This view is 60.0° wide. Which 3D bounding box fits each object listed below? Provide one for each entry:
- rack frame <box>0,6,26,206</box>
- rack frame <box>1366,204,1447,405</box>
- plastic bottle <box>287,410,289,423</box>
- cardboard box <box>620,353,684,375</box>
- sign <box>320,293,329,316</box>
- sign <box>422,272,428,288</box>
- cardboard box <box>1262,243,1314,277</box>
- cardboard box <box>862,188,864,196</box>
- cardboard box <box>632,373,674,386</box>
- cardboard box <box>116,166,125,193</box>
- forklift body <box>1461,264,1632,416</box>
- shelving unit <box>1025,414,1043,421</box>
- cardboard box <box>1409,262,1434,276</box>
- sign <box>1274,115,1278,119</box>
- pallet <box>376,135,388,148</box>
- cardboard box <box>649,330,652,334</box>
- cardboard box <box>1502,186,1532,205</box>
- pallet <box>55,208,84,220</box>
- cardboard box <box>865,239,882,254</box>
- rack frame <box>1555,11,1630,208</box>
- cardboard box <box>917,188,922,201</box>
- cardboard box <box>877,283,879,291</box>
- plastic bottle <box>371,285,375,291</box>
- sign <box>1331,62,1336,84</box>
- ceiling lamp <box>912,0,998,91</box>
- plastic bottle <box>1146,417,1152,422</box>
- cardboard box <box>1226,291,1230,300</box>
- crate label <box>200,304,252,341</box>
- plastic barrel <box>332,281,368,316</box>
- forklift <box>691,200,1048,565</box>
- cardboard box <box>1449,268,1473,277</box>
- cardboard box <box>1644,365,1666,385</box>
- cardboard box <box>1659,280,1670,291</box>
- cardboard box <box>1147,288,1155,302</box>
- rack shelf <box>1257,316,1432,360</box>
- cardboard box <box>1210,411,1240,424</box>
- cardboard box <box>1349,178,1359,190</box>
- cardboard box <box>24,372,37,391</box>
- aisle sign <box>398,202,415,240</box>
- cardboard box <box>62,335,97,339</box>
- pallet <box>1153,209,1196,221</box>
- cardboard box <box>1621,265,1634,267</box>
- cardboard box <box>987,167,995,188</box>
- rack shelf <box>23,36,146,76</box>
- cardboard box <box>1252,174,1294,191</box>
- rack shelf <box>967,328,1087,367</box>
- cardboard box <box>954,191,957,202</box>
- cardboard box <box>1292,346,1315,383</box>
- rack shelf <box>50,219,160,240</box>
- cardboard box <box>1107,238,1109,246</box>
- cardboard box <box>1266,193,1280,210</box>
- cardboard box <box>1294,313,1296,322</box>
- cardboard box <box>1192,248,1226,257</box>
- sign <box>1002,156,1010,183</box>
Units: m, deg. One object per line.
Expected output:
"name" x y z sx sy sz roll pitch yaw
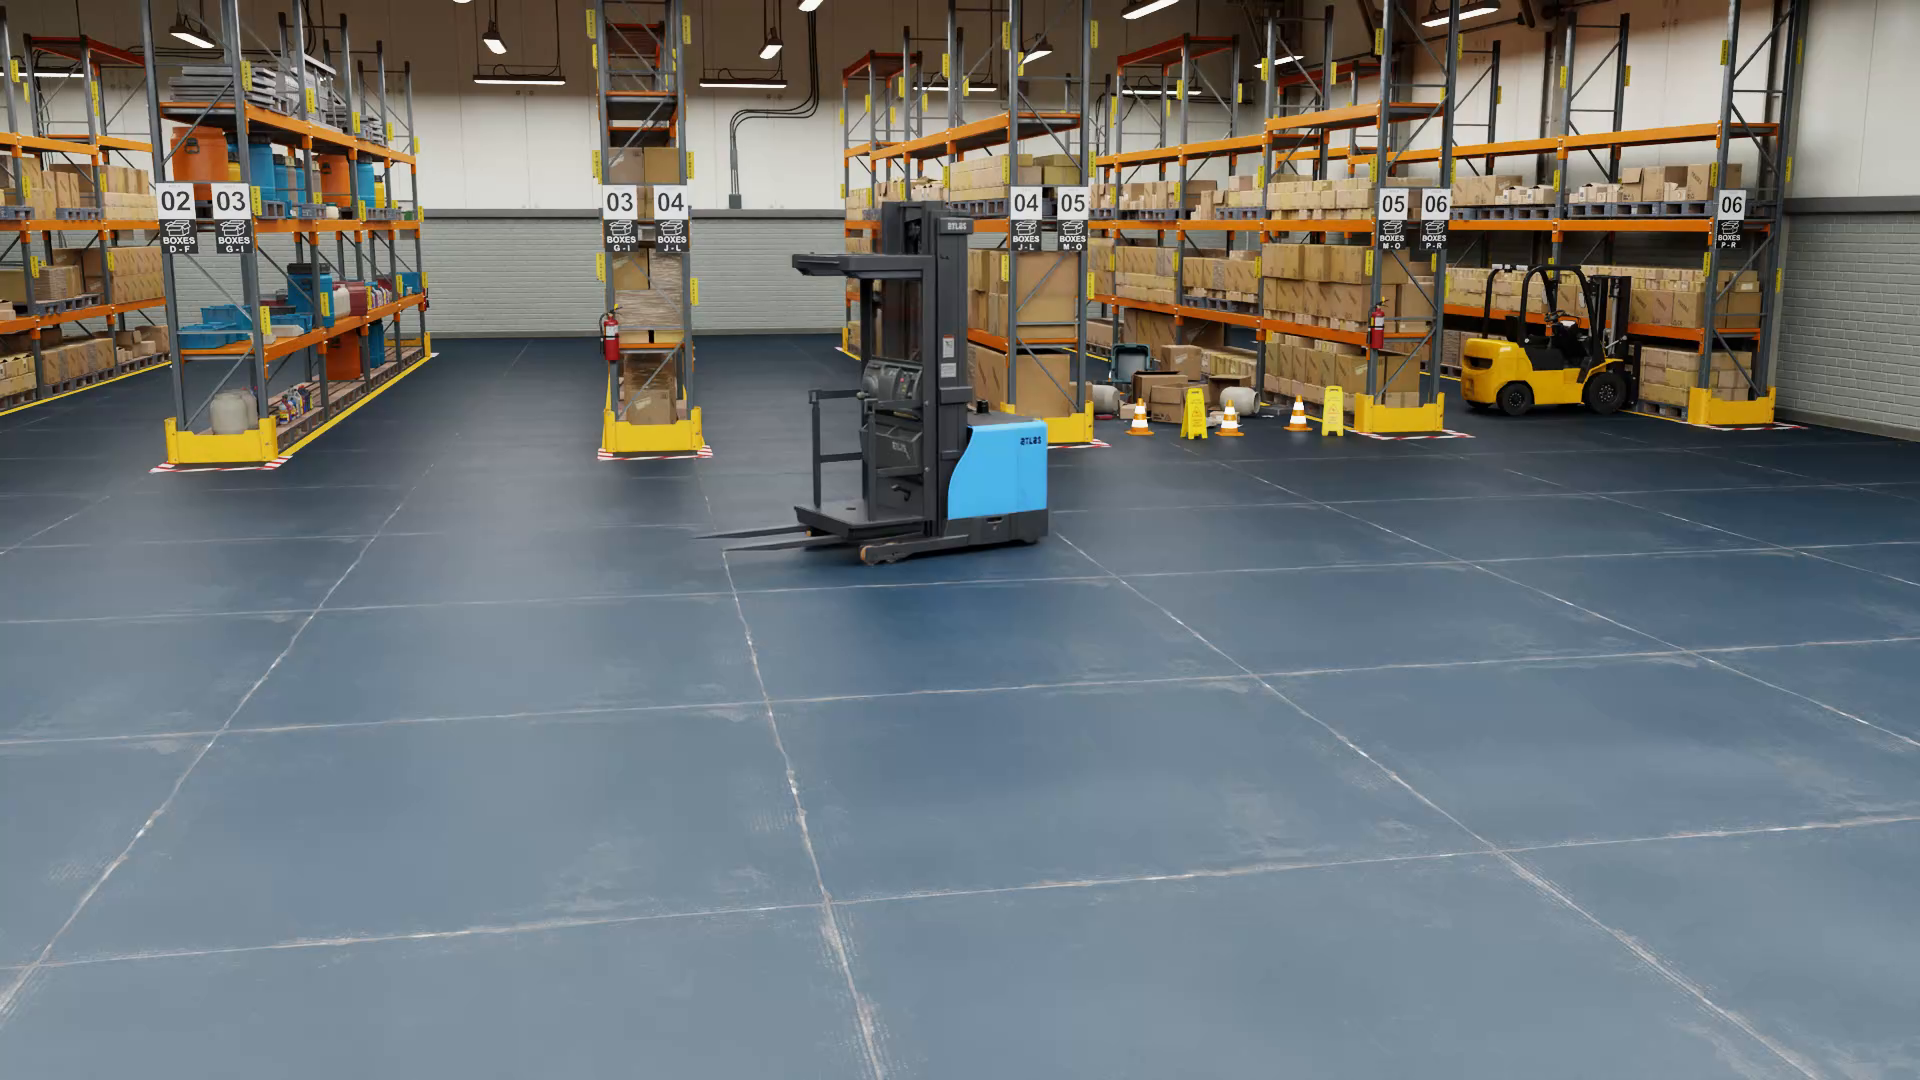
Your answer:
"rack frame" -15.051 -6.639 25.509 1.000 3.000 0.127 -2 11 -11
"rack frame" 5.943 -2.944 22.144 1.000 3.000 0.127 -2 11 -11
"plastic bottle" -8.703 -1.608 21.431 0.097 0.201 0.097 0 11 0
"cardboard box" -5.447 -3.341 28.788 1.225 0.875 0.875 -3 11 -14
"sign" -8.872 -3.291 23.227 0.100 0.325 0.005 -2 11 -11
"sign" -11.211 -5.442 34.827 0.100 0.325 0.005 -2 11 -11
"cardboard box" 5.038 -4.276 25.402 0.700 0.500 0.500 -2 11 -12
"cardboard box" -1.766 -7.026 33.566 0.380 0.149 0.250 -3 11 -13
"cardboard box" -4.200 -2.005 22.772 0.500 0.500 0.500 -3 11 -16
"cardboard box" -16.023 -6.715 30.992 0.700 0.500 0.500 -2 11 -11
"forklift body" 8.653 -2.990 24.654 2.313 2.155 1.214 -2 11 -11
"shelving unit" 0.589 -0.597 15.026 0.215 1.050 0.252 -7 13 -32
"cardboard box" 8.757 -5.143 32.293 0.797 0.503 0.637 -2 11 -12
"sign" 7.167 -9.485 37.754 0.100 0.325 0.005 -2 11 -11
"pallet" -10.779 -7.112 29.570 1.003 0.211 1.213 -2 11 -11
"cardboard box" -3.974 -2.841 22.274 0.380 0.149 0.250 -2 11 -11
"cardboard box" 9.504 -5.809 28.020 0.500 0.311 0.500 -3 11 -13
"pallet" -15.567 -5.494 28.021 1.213 0.211 1.003 -2 11 -11
"cardboard box" -1.583 -5.710 32.935 0.500 0.500 0.500 -3 11 -13
"rack frame" 10.033 -6.806 26.389 1.000 3.000 0.127 -2 11 -11
"cardboard box" -0.426 -5.636 27.272 0.500 0.250 0.500 -2 11 -9
"cardboard box" -1.342 -4.701 30.923 0.380 0.149 0.250 -2 11 -12
"plastic bottle" -10.612 -4.419 30.021 0.144 0.351 0.185 -2 11 -11
"sign" 5.701 -7.139 25.429 0.100 0.325 0.005 -2 11 -11
"ceiling lamp" -0.069 -12.098 38.578 2.000 3.185 0.800 -2 11 -11
"plastic bottle" 2.577 -1.706 23.499 0.133 0.061 0.283 -6 13 -31
"cardboard box" 4.610 -4.033 27.411 0.380 0.149 0.250 -2 11 -11
"crate label" -9.259 -2.749 21.023 0.502 0.435 0.616 -2 11 -11
"plastic barrel" -9.804 -3.864 26.611 0.600 0.536 0.708 -2 11 -11
"forklift" -0.753 -1.346 13.927 3.031 2.935 1.130 -7 13 -31
"cardboard box" 9.082 -4.843 30.114 0.380 0.149 0.250 -2 11 -10
"cardboard box" 10.323 -2.397 24.162 0.500 0.250 0.500 -2 11 -12
"cardboard box" 10.363 -3.688 24.050 0.380 0.149 0.250 -2 11 -11
"cardboard box" 3.837 -4.607 31.282 0.500 0.250 0.500 -2 11 -12
"rack shelf" 5.554 -2.958 24.138 1.077 0.370 4.000 -2 11 -11
"cardboard box" 3.707 -1.711 23.287 0.380 0.149 0.250 4 11 18
"cardboard box" 5.508 -4.832 22.580 0.380 0.149 0.250 -2 11 -12
"cardboard box" -14.710 -2.460 25.828 0.500 0.250 0.500 -2 11 -10
"aisle sign" -11.474 -6.639 34.604 0.394 0.787 0.004 -2 11 -11
"cardboard box" -16.218 -3.508 30.612 0.500 0.500 0.500 -2 11 -11
"pallet" 4.210 -5.909 30.200 1.213 0.211 1.003 -2 11 -8
"cardboard box" 10.465 -4.230 26.100 0.380 0.149 0.250 -2 11 -12
"cardboard box" 0.642 -4.719 21.658 0.500 0.250 0.500 -2 11 -11
"rack shelf" -16.218 -9.018 31.047 1.077 0.370 4.000 -2 11 -11
"cardboard box" 4.928 -5.631 26.180 0.500 0.250 0.500 -2 11 -10
"rack shelf" 0.718 -2.759 23.095 1.077 0.370 4.000 -2 11 -11
"cardboard box" 0.119 -4.958 23.985 0.380 0.149 0.250 -2 11 -11
"cardboard box" 5.230 -2.591 24.512 0.500 0.500 0.500 -2 11 -8
"rack shelf" -16.218 -5.912 31.639 1.077 0.370 4.000 -2 11 -11
"cardboard box" 3.254 -6.148 34.296 0.380 0.149 0.250 -2 11 -11
"cardboard box" 4.982 -5.133 25.228 0.500 0.250 0.500 -2 11 -12
"cardboard box" 5.190 -3.299 24.677 0.380 0.149 0.250 -2 11 -11
"cardboard box" 4.531 -5.051 30.272 0.500 0.500 0.500 -2 11 -13
"sign" 0.572 -4.598 20.655 0.100 0.325 0.005 -2 11 -11
